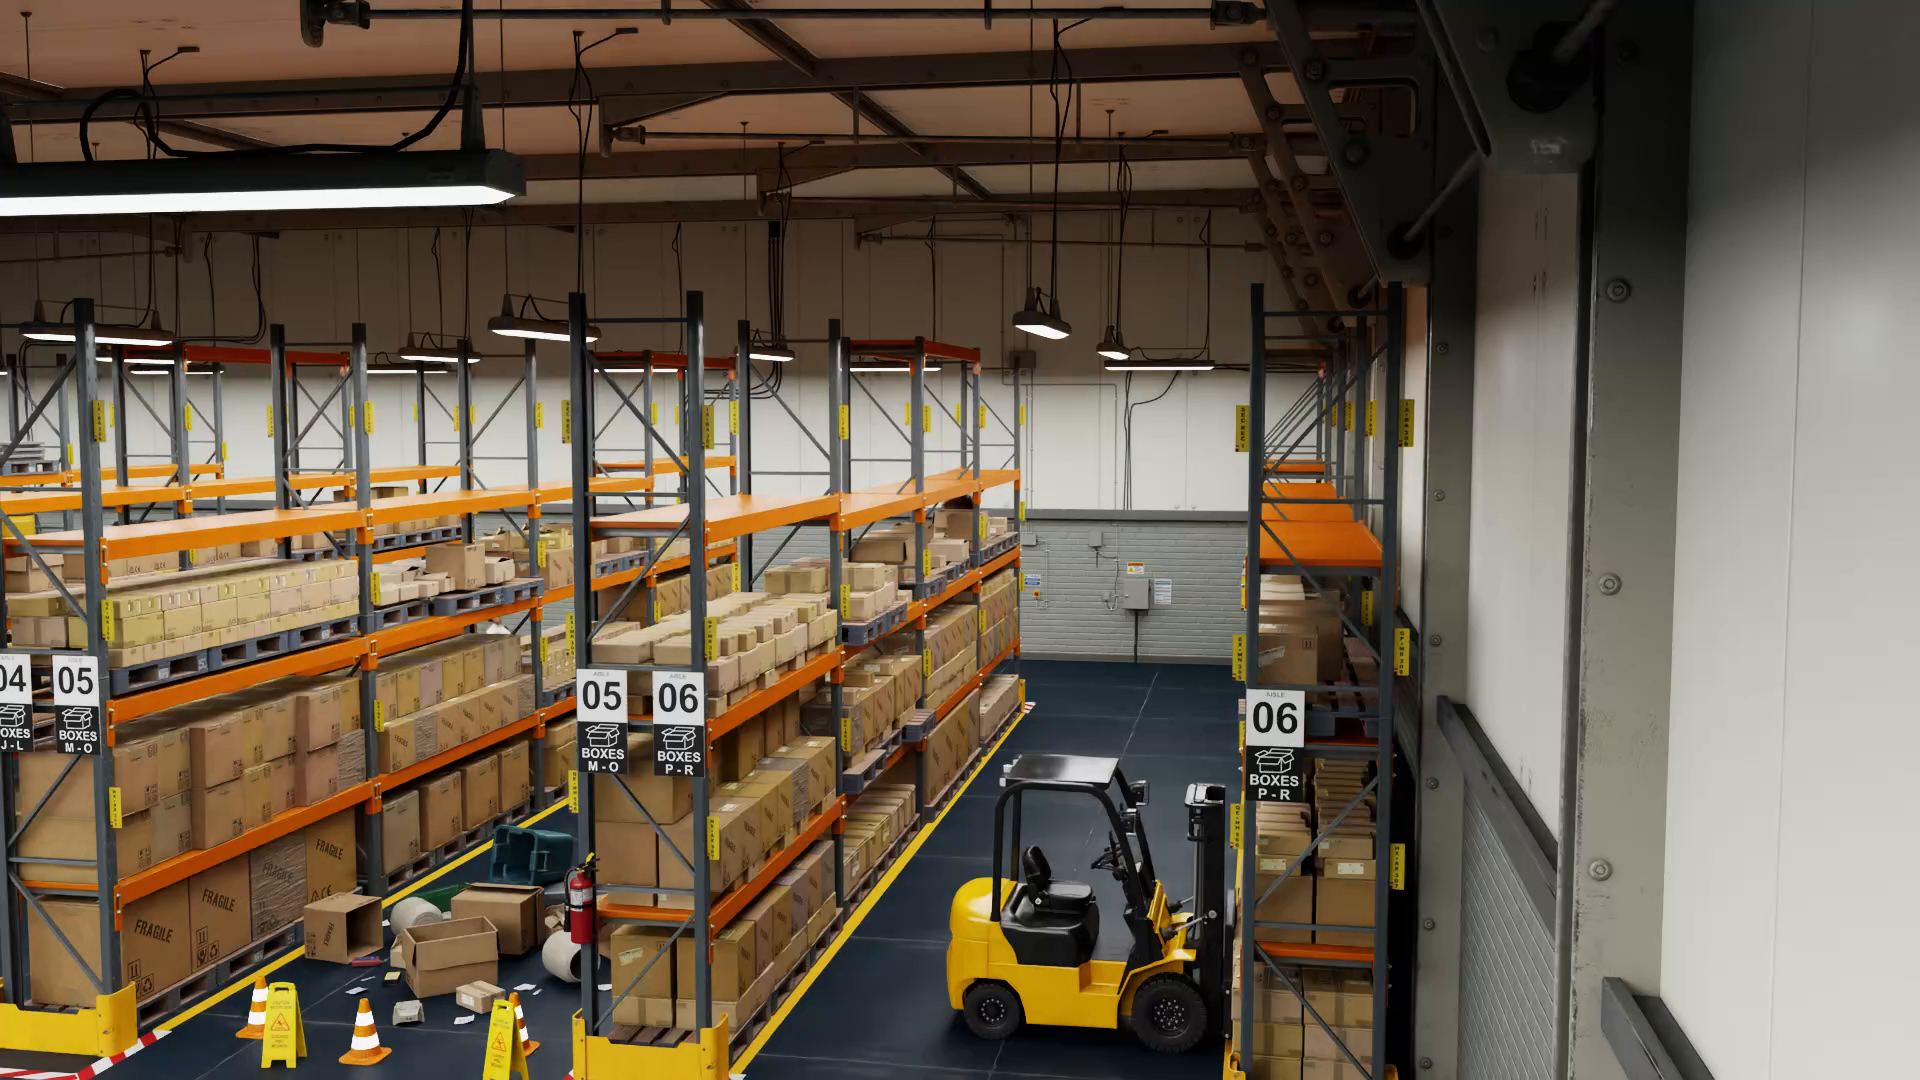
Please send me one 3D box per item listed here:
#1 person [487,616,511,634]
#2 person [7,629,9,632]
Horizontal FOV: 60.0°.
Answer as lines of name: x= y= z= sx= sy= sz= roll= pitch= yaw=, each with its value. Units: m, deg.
person: x=-7.876 y=2.038 z=28.656 sx=0.563 sy=1.715 sz=0.575 roll=-4 pitch=6 yaw=-40
person: x=-20.593 y=1.493 z=35.409 sx=0.502 sy=1.684 sz=0.504 roll=2 pitch=5 yaw=23
